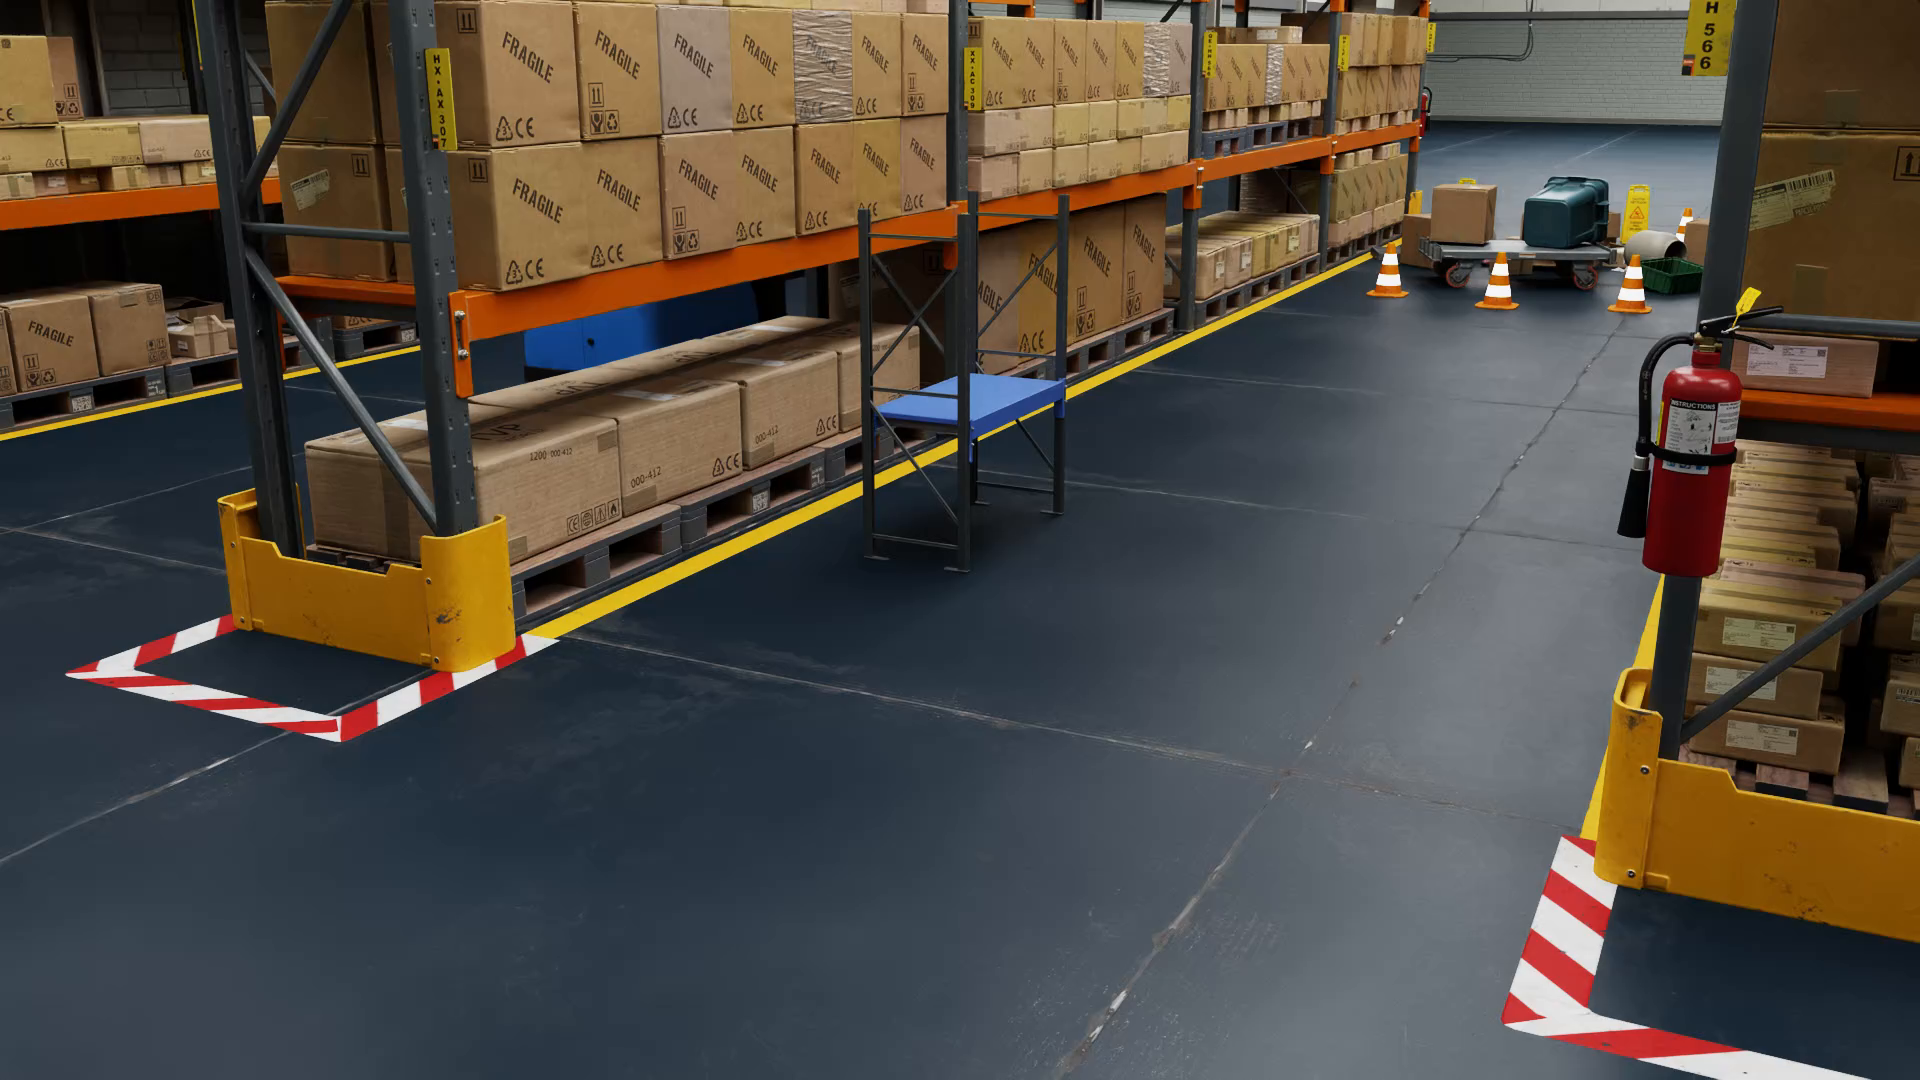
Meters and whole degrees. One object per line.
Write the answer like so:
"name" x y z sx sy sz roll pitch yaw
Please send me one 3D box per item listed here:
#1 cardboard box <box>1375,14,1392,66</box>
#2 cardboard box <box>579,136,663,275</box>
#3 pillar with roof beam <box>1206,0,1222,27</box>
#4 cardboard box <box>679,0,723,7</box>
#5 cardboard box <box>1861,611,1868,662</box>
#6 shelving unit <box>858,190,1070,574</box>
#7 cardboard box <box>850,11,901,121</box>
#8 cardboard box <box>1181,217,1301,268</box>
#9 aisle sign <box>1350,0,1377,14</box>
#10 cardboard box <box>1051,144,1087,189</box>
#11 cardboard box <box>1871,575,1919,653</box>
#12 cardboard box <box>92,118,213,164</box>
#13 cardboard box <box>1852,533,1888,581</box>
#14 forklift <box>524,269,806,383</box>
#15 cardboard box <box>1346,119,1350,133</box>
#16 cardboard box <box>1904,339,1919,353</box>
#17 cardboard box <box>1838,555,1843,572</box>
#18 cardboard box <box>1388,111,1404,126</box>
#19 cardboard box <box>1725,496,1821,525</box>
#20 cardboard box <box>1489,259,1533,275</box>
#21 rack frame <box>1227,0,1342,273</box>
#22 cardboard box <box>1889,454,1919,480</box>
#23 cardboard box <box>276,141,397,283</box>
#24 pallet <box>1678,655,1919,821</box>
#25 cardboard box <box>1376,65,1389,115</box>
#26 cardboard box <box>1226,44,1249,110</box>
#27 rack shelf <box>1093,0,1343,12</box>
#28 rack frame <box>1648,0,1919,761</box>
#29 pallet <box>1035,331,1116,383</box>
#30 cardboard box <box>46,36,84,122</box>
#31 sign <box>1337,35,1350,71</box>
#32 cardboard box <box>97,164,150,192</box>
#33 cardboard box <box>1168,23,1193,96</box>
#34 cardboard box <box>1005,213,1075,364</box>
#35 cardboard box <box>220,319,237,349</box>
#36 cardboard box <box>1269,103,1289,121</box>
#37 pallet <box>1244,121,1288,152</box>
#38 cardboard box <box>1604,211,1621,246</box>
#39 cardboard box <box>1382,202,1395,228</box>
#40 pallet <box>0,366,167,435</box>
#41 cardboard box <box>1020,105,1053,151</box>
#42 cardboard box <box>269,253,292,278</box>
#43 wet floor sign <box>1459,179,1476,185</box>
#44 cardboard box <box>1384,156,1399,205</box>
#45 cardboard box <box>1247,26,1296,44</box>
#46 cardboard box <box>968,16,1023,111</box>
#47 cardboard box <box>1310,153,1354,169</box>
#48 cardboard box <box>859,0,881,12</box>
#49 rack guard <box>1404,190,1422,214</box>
"cardboard box" 4.033 -5.144 17.122 0.700 0.500 0.500 8 18 24
"cardboard box" -1.544 -1.348 6.618 0.500 0.500 0.500 8 18 25
"pillar with roof beam" 8.587 -11.110 29.123 9.100 9.000 0.400 8 18 25
"cardboard box" -1.217 -2.303 6.941 0.380 0.149 0.250 8 18 26
"cardboard box" 3.167 0.326 5.429 0.380 0.149 0.250 8 18 26
"shelving unit" 0.038 -0.741 7.384 0.538 1.500 1.048 8 18 25
"cardboard box" -0.627 -2.344 8.216 0.500 0.500 0.500 8 18 25
"cardboard box" 2.596 -2.762 15.434 0.950 0.372 0.625 9 19 29
"aisle sign" 4.684 -6.458 19.435 0.394 0.787 0.004 8 18 25
"cardboard box" 0.477 -2.367 10.490 0.500 0.250 0.500 8 18 25
"cardboard box" 2.811 0.227 4.717 0.380 0.149 0.250 8 19 26
"cardboard box" -5.091 -2.511 10.452 0.500 0.250 0.500 8 18 26
"cardboard box" 3.254 0.103 5.657 0.380 0.149 0.250 9 19 28
"forklift" -1.479 -2.462 10.664 1.130 2.935 3.031 9 19 27
"cardboard box" 3.732 -4.200 16.837 0.380 0.149 0.250 8 18 25
"cardboard box" 2.933 -0.613 4.762 0.380 0.149 0.250 9 19 28
"cardboard box" 3.002 0.133 6.077 0.380 0.149 0.250 9 19 27
"cardboard box" 4.722 -4.703 18.533 0.380 0.149 0.250 8 19 26
"cardboard box" 2.676 -0.037 5.604 0.380 0.149 0.250 9 19 27
"cardboard box" 5.430 -2.762 16.357 0.258 0.266 0.396 -4 17 -13
"rack frame" 3.146 -4.138 16.188 1.000 3.000 0.127 8 18 25
"cardboard box" 3.711 -0.221 6.225 0.380 0.149 0.250 7 18 23
"cardboard box" -2.237 -1.286 6.410 0.500 0.500 0.500 8 18 26
"pallet" 2.686 0.637 5.007 1.003 0.211 1.213 8 18 25
"cardboard box" 4.239 -4.794 17.697 0.500 0.500 0.500 8 18 26
"cardboard box" 1.993 -3.730 13.378 0.500 0.500 0.500 9 19 28
"rack shelf" 2.252 -4.722 14.149 1.077 0.370 4.000 8 18 25
"rack frame" 2.257 -0.477 3.864 1.000 3.000 0.127 8 18 25
"pallet" 0.393 -1.282 11.469 1.003 0.211 1.213 8 18 25
"cardboard box" -5.774 -2.816 10.160 0.500 0.500 0.500 8 18 24
"sign" 3.644 -4.623 15.789 0.100 0.325 0.005 8 18 25
"cardboard box" -5.209 -2.227 10.195 0.380 0.149 0.250 8 18 25
"cardboard box" 1.362 -3.481 12.046 0.500 0.500 0.500 8 18 24
"cardboard box" 0.173 -1.682 10.914 0.875 0.875 0.875 9 19 27
"cardboard box" -4.857 -1.386 11.193 0.380 0.149 0.250 7 18 24
"cardboard box" 2.694 -3.795 14.736 0.380 0.149 0.250 8 18 25
"pallet" 2.207 -3.537 14.501 1.003 0.211 1.213 8 18 25
"cardboard box" 6.413 -3.191 17.383 0.797 0.503 0.637 -4 17 -13
"cardboard box" 4.574 -3.669 18.701 0.500 0.250 0.500 8 18 26
"pallet" -5.723 -0.907 10.209 1.003 0.211 1.213 8 18 25
"cardboard box" 0.228 -2.481 9.994 0.500 0.250 0.500 8 19 26
"cardboard box" -4.916 -1.897 12.295 0.500 0.500 0.500 8 18 25
"wet floor sign" 5.976 -3.941 19.659 0.232 0.644 0.267 -15 22 -41
"cardboard box" 4.578 -4.029 18.596 0.500 0.500 0.500 9 19 27
"cardboard box" 2.744 -4.445 14.645 0.380 0.149 0.250 7 18 23
"cardboard box" 0.025 -2.703 9.425 0.500 0.500 0.500 8 18 26
"cardboard box" 3.761 -3.832 16.793 0.380 0.149 0.250 8 18 26
"cardboard box" -0.617 -2.704 8.289 0.380 0.149 0.250 8 18 25
"rack guard" 4.899 -3.939 19.909 1.175 0.500 0.348 8 18 25
